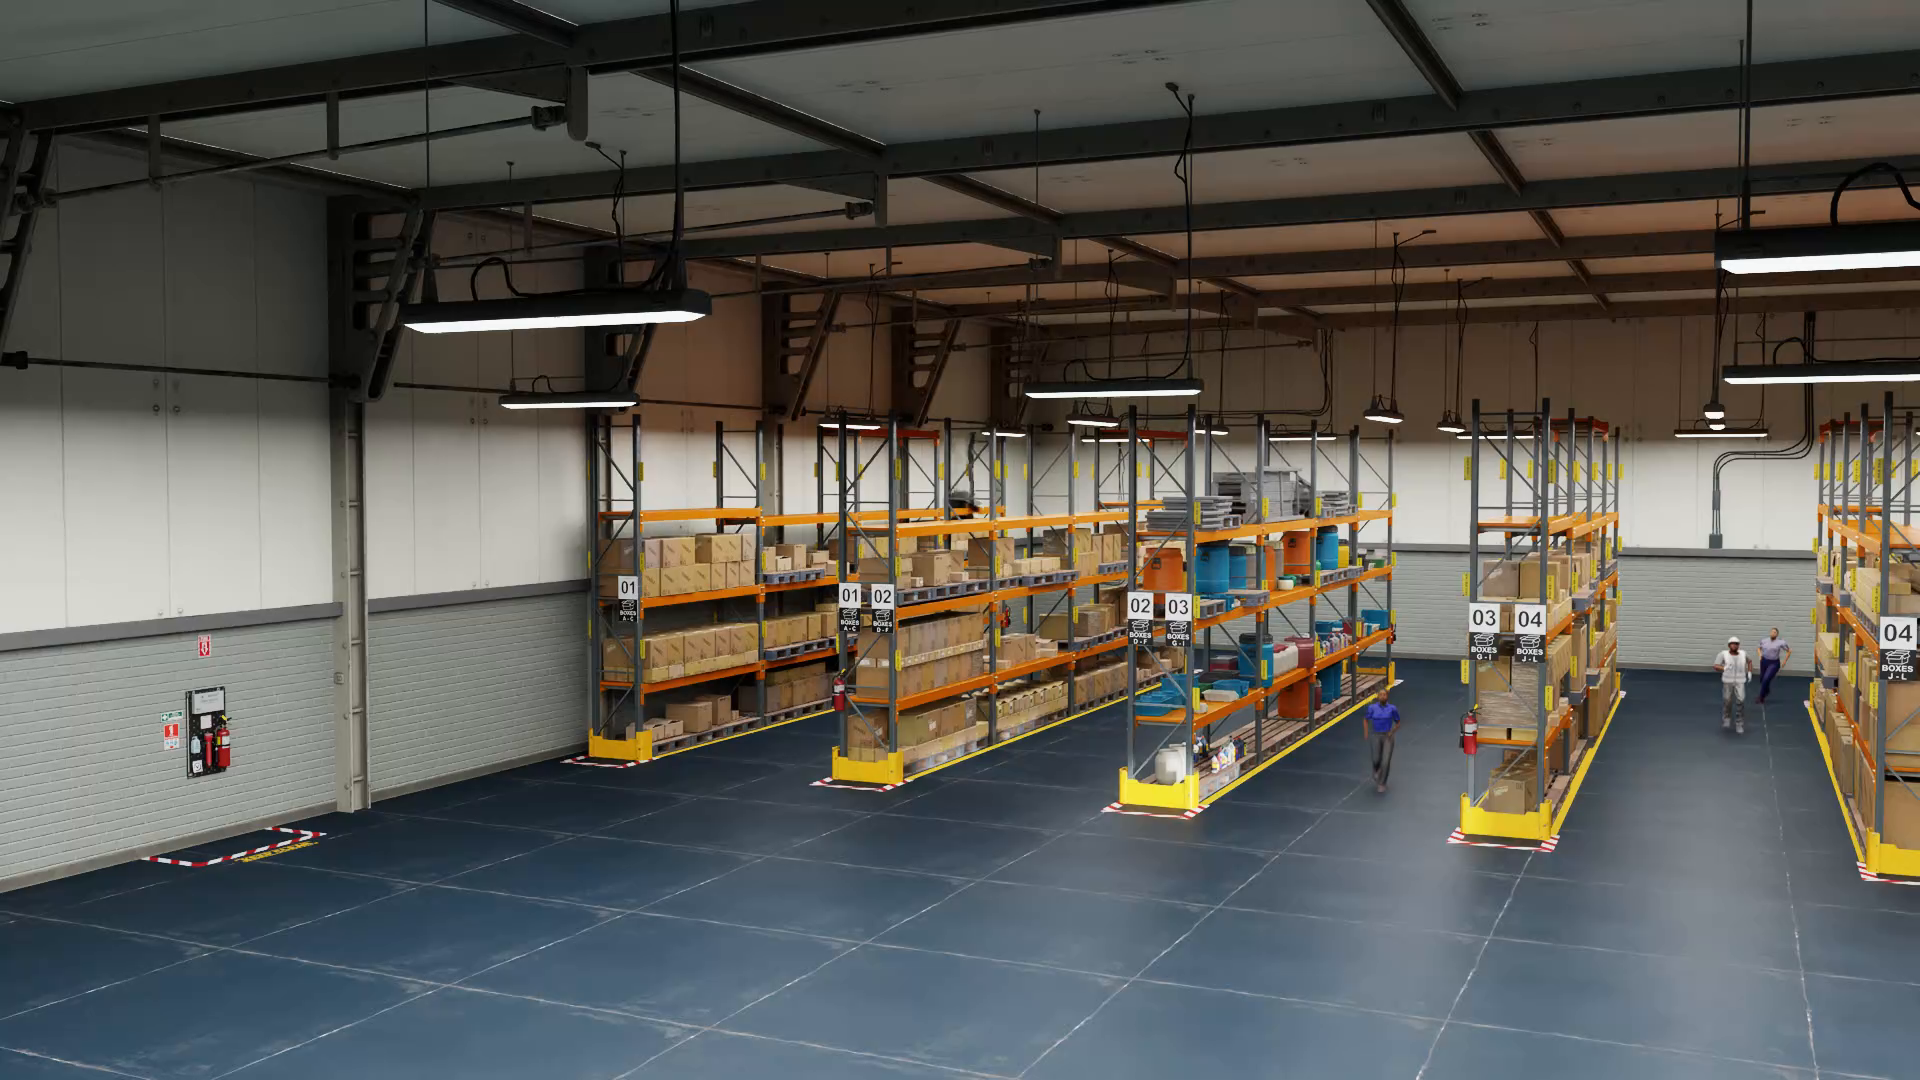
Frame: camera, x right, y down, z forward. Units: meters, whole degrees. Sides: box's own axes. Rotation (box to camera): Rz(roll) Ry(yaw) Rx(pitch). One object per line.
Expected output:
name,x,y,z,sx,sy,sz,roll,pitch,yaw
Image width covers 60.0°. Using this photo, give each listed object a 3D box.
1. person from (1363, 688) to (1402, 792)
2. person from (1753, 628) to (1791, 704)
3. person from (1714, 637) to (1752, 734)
person,6.627,3.138,26.106,0.586,1.624,0.556,1,2,15
person,17.512,2.707,35.947,0.918,1.637,0.692,-2,3,-38
person,14.914,2.787,32.086,0.704,1.851,0.796,1,2,19
